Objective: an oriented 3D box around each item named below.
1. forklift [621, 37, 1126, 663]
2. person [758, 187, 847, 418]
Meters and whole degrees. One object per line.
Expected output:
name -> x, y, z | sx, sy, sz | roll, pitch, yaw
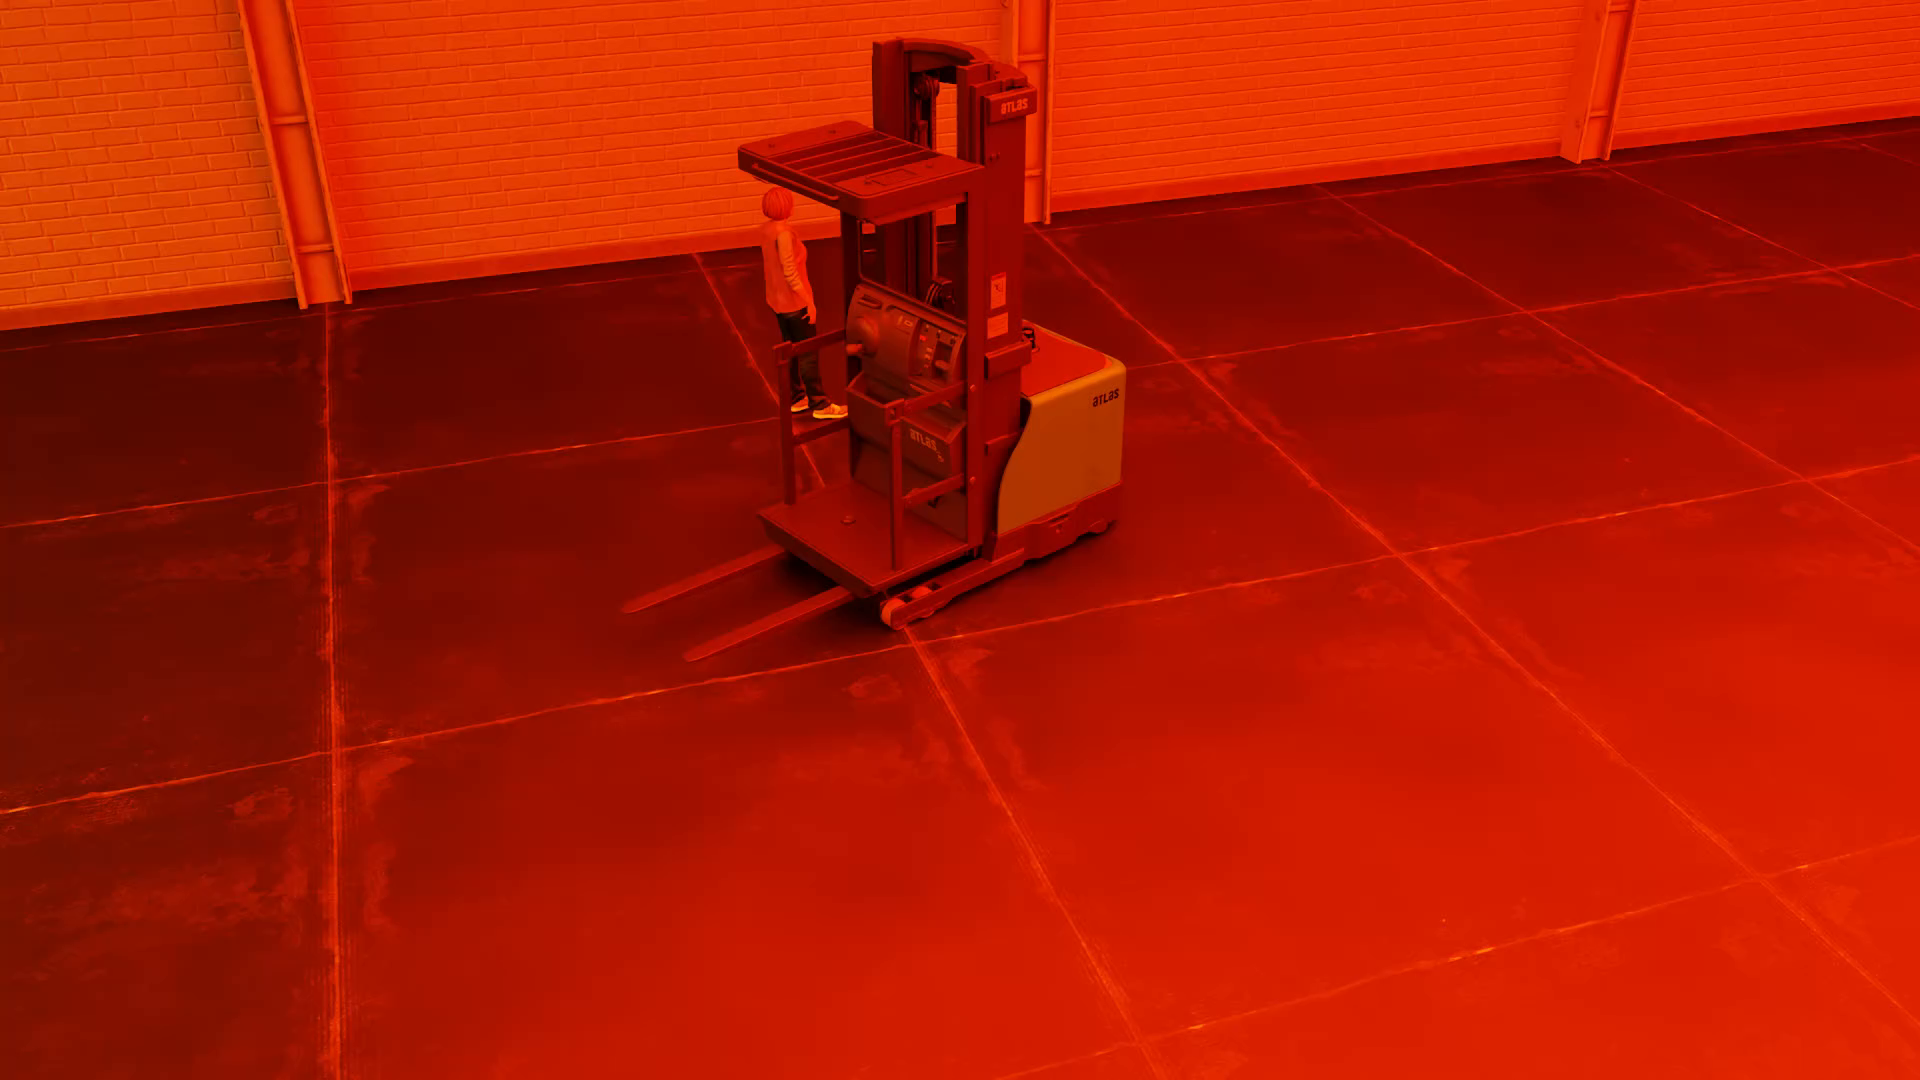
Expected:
forklift -> -0.461, -1.072, 8.951 | 3.031, 2.935, 1.130 | -23, 37, -34
person -> -1.066, -1.606, 11.202 | 0.475, 1.597, 0.521 | -15, 33, -25
